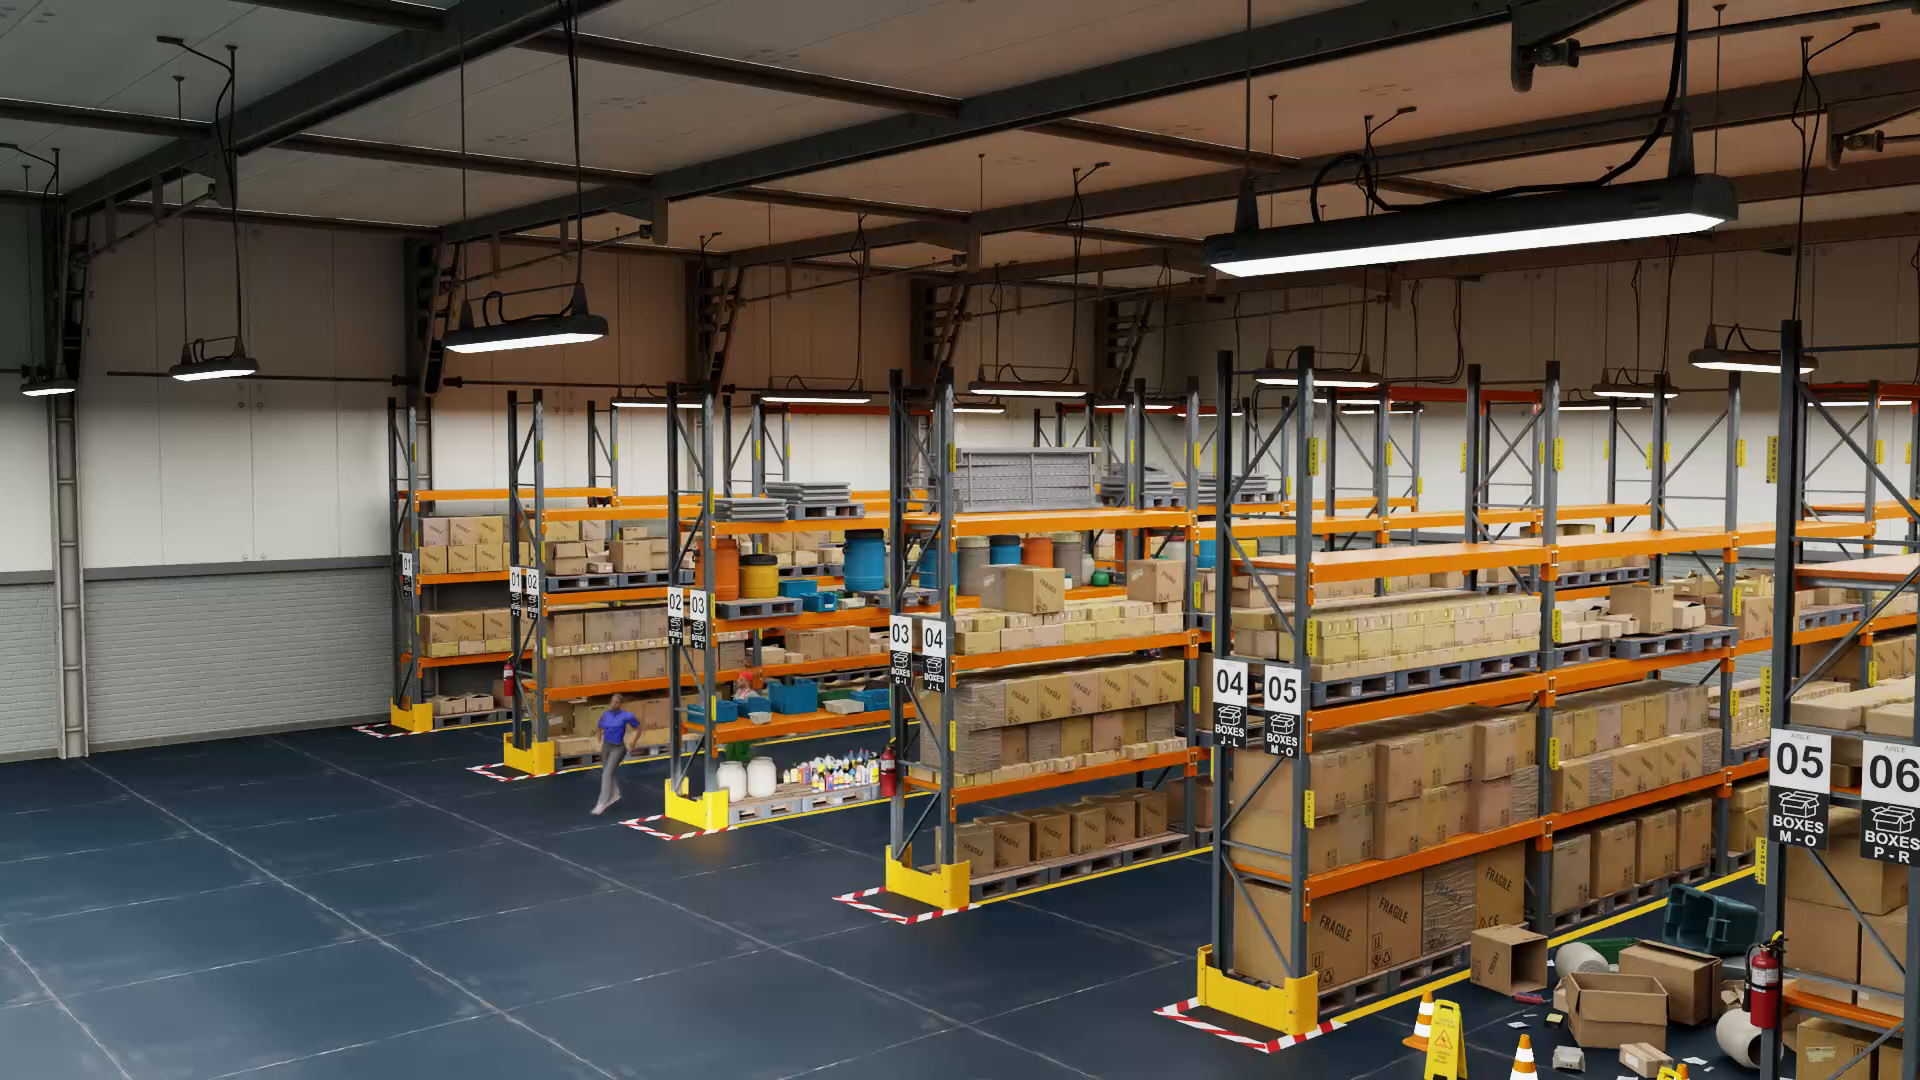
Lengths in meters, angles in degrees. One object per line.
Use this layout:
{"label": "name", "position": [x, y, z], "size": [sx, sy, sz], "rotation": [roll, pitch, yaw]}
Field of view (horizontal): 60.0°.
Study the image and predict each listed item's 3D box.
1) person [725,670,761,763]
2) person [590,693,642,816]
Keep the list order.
{"label": "person", "position": [-3.237, 2.832, 25.041], "size": [0.708, 1.742, 0.659], "rotation": [-3, 4, -39]}
{"label": "person", "position": [-4.826, 2.991, 23.288], "size": [0.633, 1.678, 0.711], "rotation": [1, 4, 24]}
